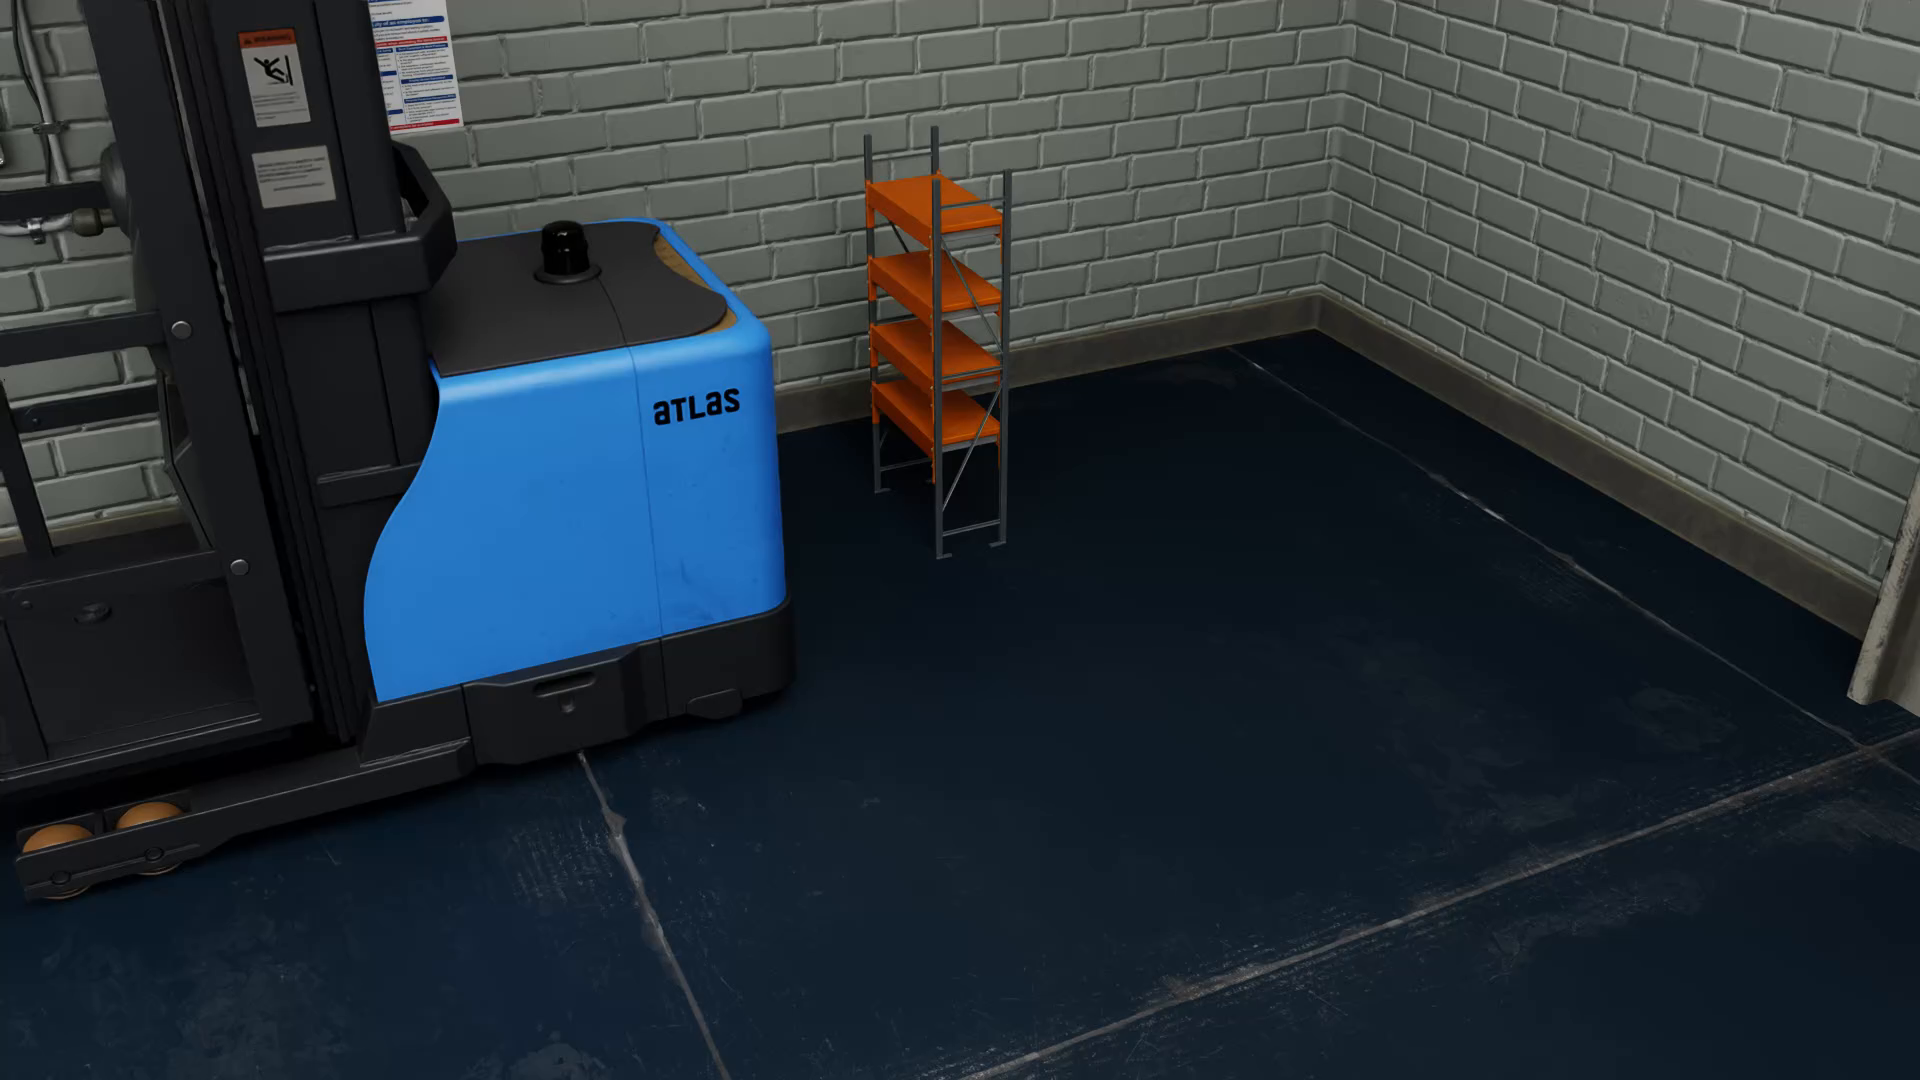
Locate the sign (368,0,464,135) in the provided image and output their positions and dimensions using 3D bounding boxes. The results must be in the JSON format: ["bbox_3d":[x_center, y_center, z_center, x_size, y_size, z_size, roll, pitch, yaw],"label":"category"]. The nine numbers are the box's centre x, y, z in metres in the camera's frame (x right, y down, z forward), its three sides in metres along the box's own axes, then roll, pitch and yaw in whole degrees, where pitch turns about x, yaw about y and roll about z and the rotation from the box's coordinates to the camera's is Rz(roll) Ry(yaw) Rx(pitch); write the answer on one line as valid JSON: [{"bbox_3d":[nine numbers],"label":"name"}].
[{"bbox_3d":[-1.642,-1.427,4.824,0.329,0.494,0.001,-13,32,-22],"label":"sign"}]

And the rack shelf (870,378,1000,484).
[{"bbox_3d":[-0.071,-0.365,5.217,0.258,0.148,0.480,-13,32,-22],"label":"rack shelf"}]

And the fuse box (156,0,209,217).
[{"bbox_3d":[-2.000,-0.711,4.768,0.539,1.711,0.414,-13,32,-22],"label":"fuse box"}]

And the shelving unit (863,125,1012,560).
[{"bbox_3d":[-0.071,-0.596,5.087,0.258,1.200,0.503,-13,32,-22],"label":"shelving unit"}]

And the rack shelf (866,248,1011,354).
[{"bbox_3d":[-0.071,-0.733,5.010,0.258,0.148,0.480,-13,32,-22],"label":"rack shelf"}]

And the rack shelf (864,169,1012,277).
[{"bbox_3d":[-0.071,-0.939,4.895,0.258,0.148,0.480,-13,32,-22],"label":"rack shelf"}]

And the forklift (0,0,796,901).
[{"bbox_3d":[-2.000,-0.756,3.601,3.031,2.935,1.130,-13,32,-21],"label":"forklift"}]

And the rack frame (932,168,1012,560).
[{"bbox_3d":[0.034,-0.489,4.895,0.240,1.200,0.015,-13,32,-22],"label":"rack frame"}]

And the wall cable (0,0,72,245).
[{"bbox_3d":[-2.684,-1.642,4.073,0.588,1.984,0.122,-13,32,-22],"label":"wall cable"}]

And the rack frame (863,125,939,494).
[{"bbox_3d":[-0.176,-0.704,5.279,0.240,1.200,0.015,-13,32,-22],"label":"rack frame"}]

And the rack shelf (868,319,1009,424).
[{"bbox_3d":[-0.071,-0.538,5.120,0.258,0.148,0.480,-13,32,-22],"label":"rack shelf"}]
